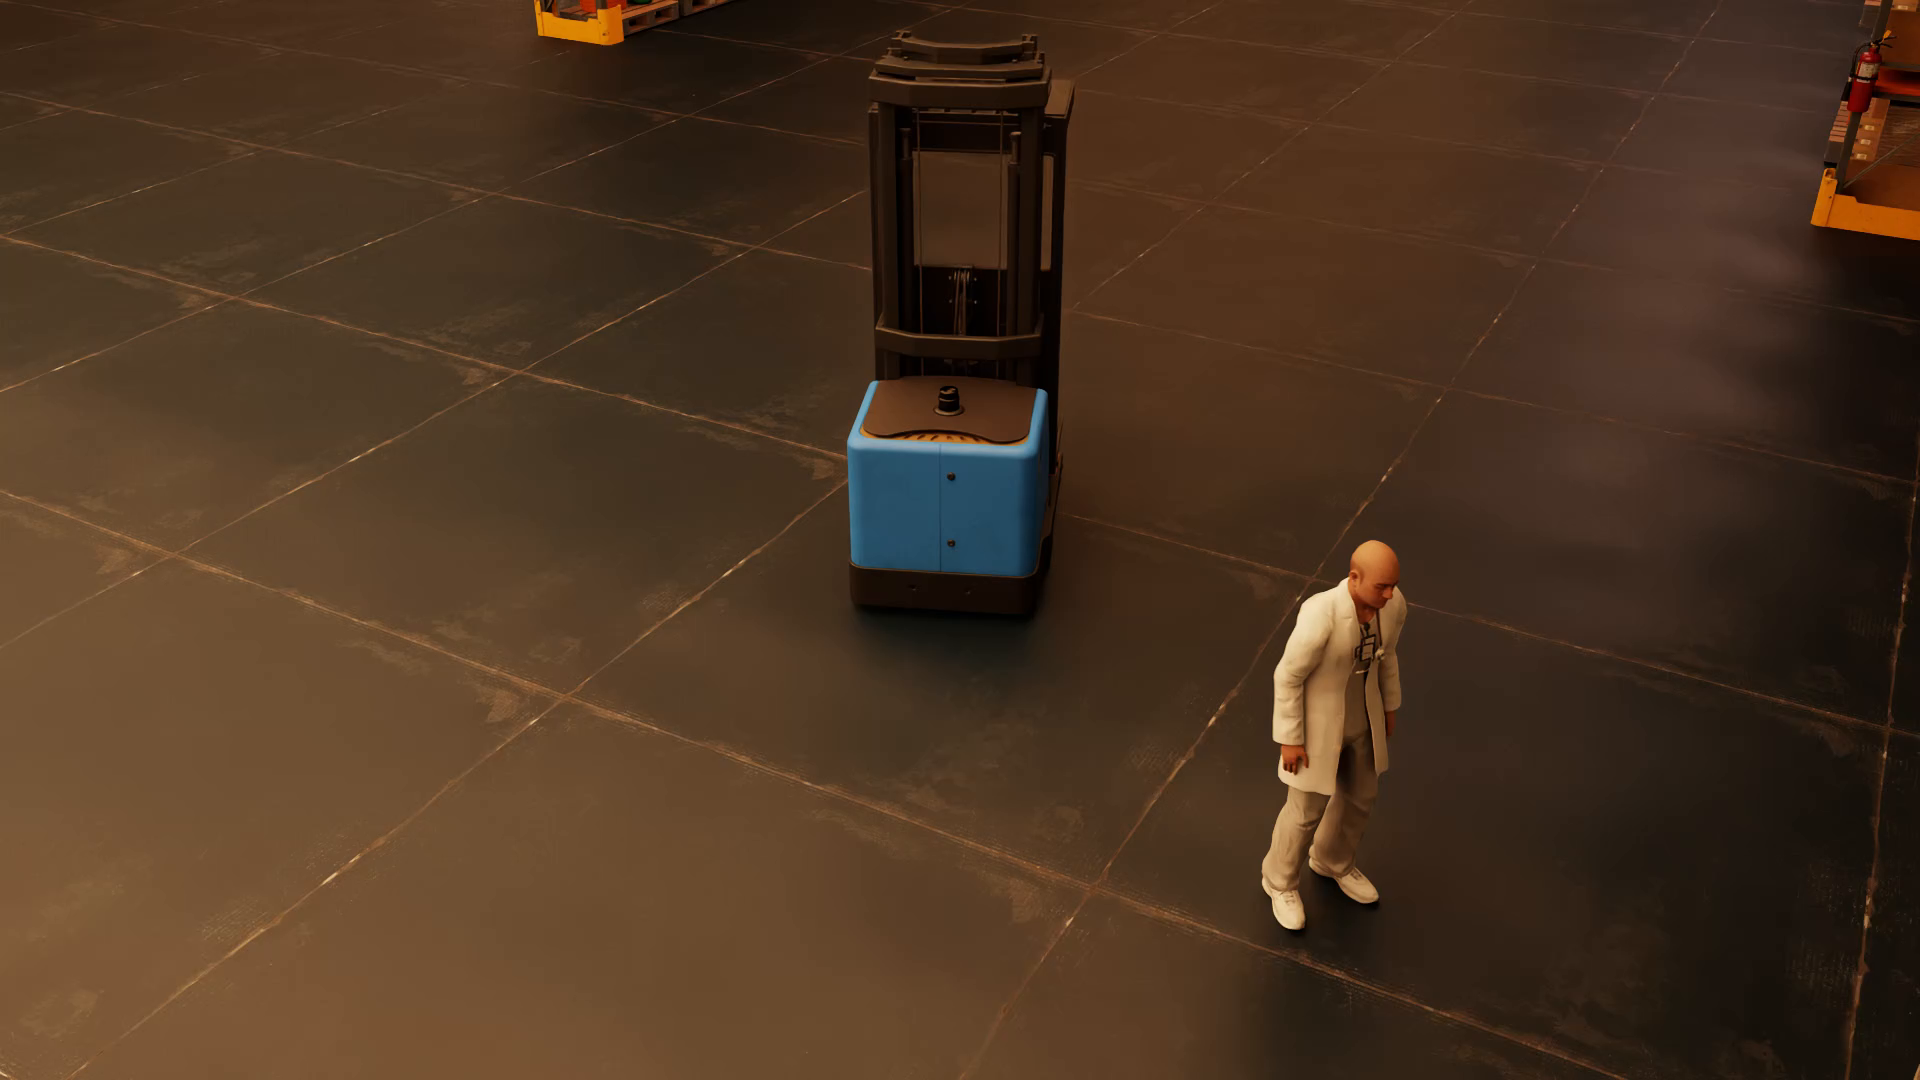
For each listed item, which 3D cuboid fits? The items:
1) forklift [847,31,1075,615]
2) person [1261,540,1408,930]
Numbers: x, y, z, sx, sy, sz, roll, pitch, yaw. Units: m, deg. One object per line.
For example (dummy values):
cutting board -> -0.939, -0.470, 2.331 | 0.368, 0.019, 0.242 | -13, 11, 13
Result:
forklift -> 0.072, -1.572, 9.794 | 1.130, 2.935, 3.031 | 3, 30, 6
person -> 1.573, 0.769, 6.898 | 0.642, 1.772, 0.434 | -15, 33, -24
